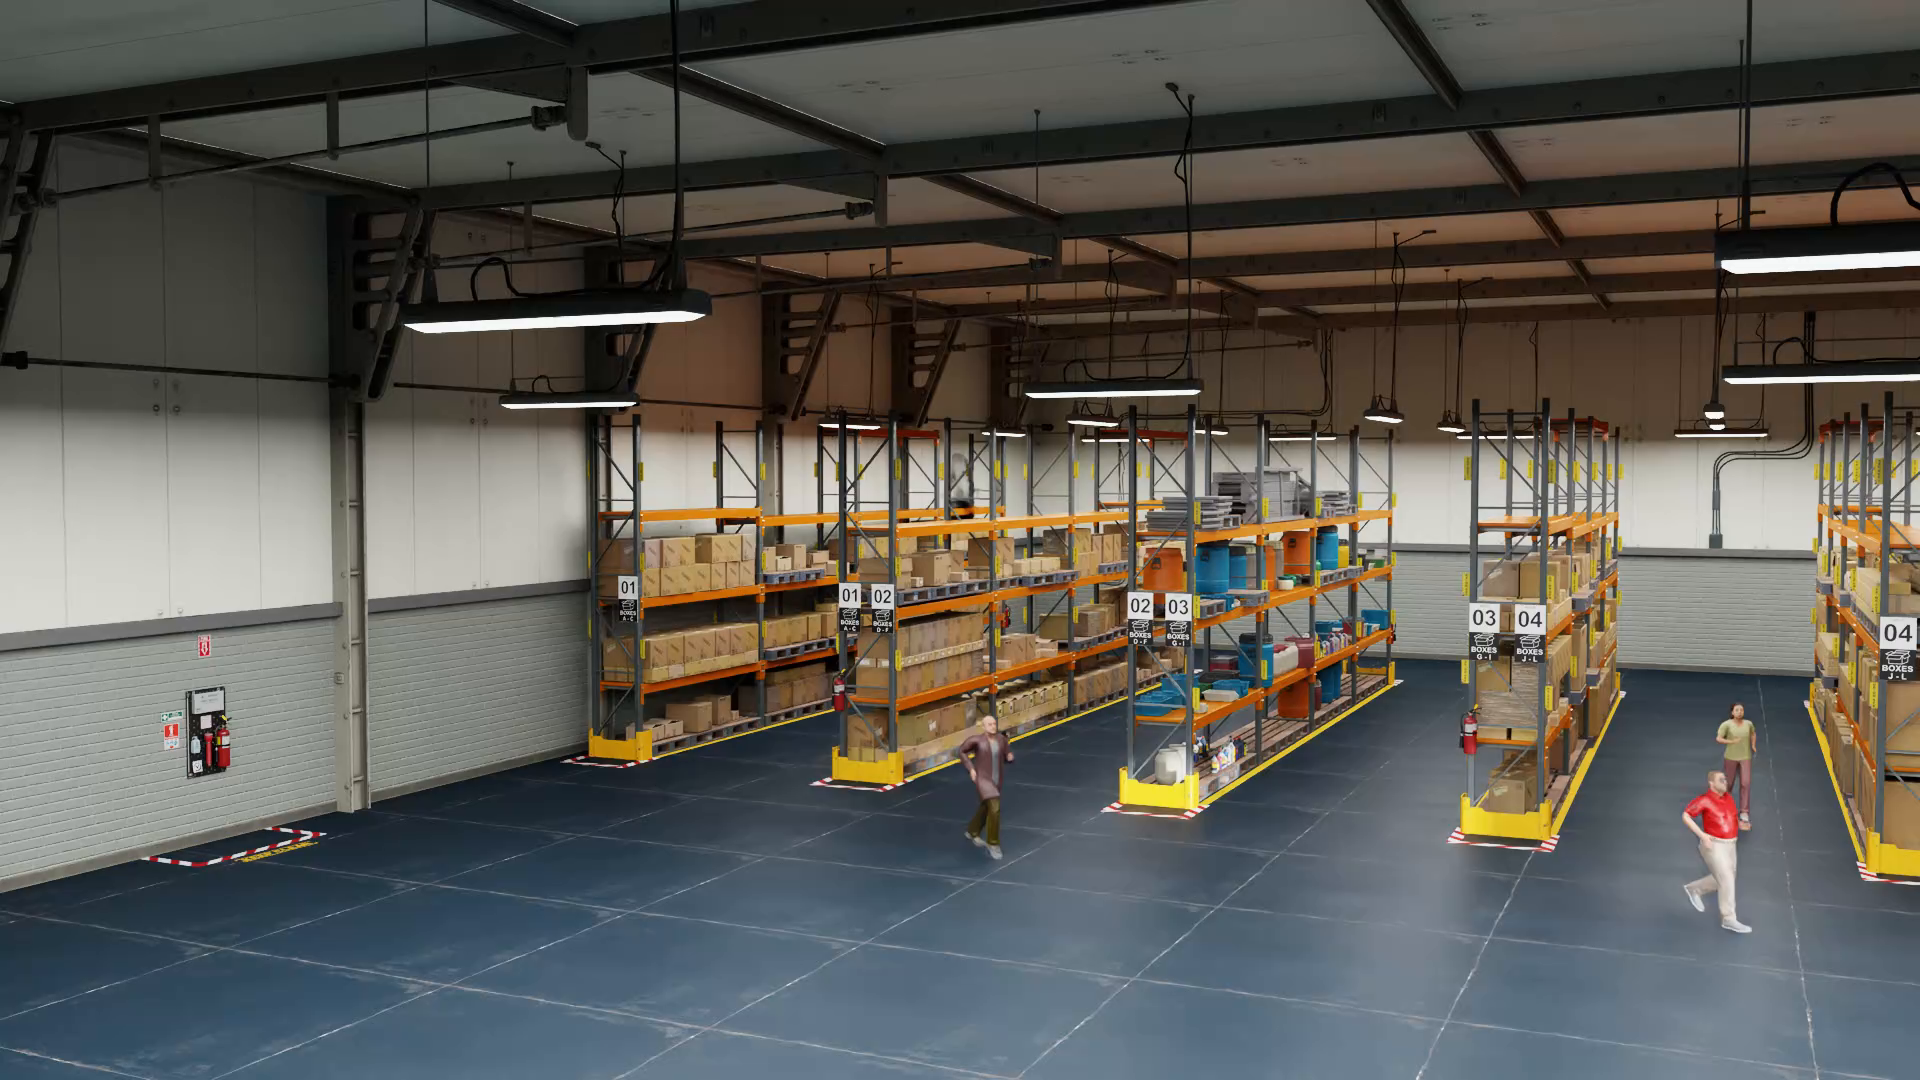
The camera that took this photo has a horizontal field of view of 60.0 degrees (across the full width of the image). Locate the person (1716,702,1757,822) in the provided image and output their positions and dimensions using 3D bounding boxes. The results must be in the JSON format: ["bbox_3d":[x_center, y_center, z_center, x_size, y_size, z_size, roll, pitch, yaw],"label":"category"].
[{"bbox_3d":[11.206,3.198,23.977,0.578,1.570,0.967,1,2,13],"label":"person"}]

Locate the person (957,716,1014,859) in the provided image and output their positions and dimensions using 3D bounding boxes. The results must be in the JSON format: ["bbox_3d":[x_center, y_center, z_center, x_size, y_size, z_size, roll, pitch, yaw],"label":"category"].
[{"bbox_3d":[0.373,3.224,21.865,0.668,1.854,0.864,-2,3,-39],"label":"person"}]

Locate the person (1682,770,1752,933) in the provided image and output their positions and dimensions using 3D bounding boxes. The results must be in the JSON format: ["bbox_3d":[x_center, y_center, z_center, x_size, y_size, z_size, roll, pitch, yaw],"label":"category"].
[{"bbox_3d":[8.335,3.386,18.320,0.674,1.696,0.921,-1,3,-29],"label":"person"}]
